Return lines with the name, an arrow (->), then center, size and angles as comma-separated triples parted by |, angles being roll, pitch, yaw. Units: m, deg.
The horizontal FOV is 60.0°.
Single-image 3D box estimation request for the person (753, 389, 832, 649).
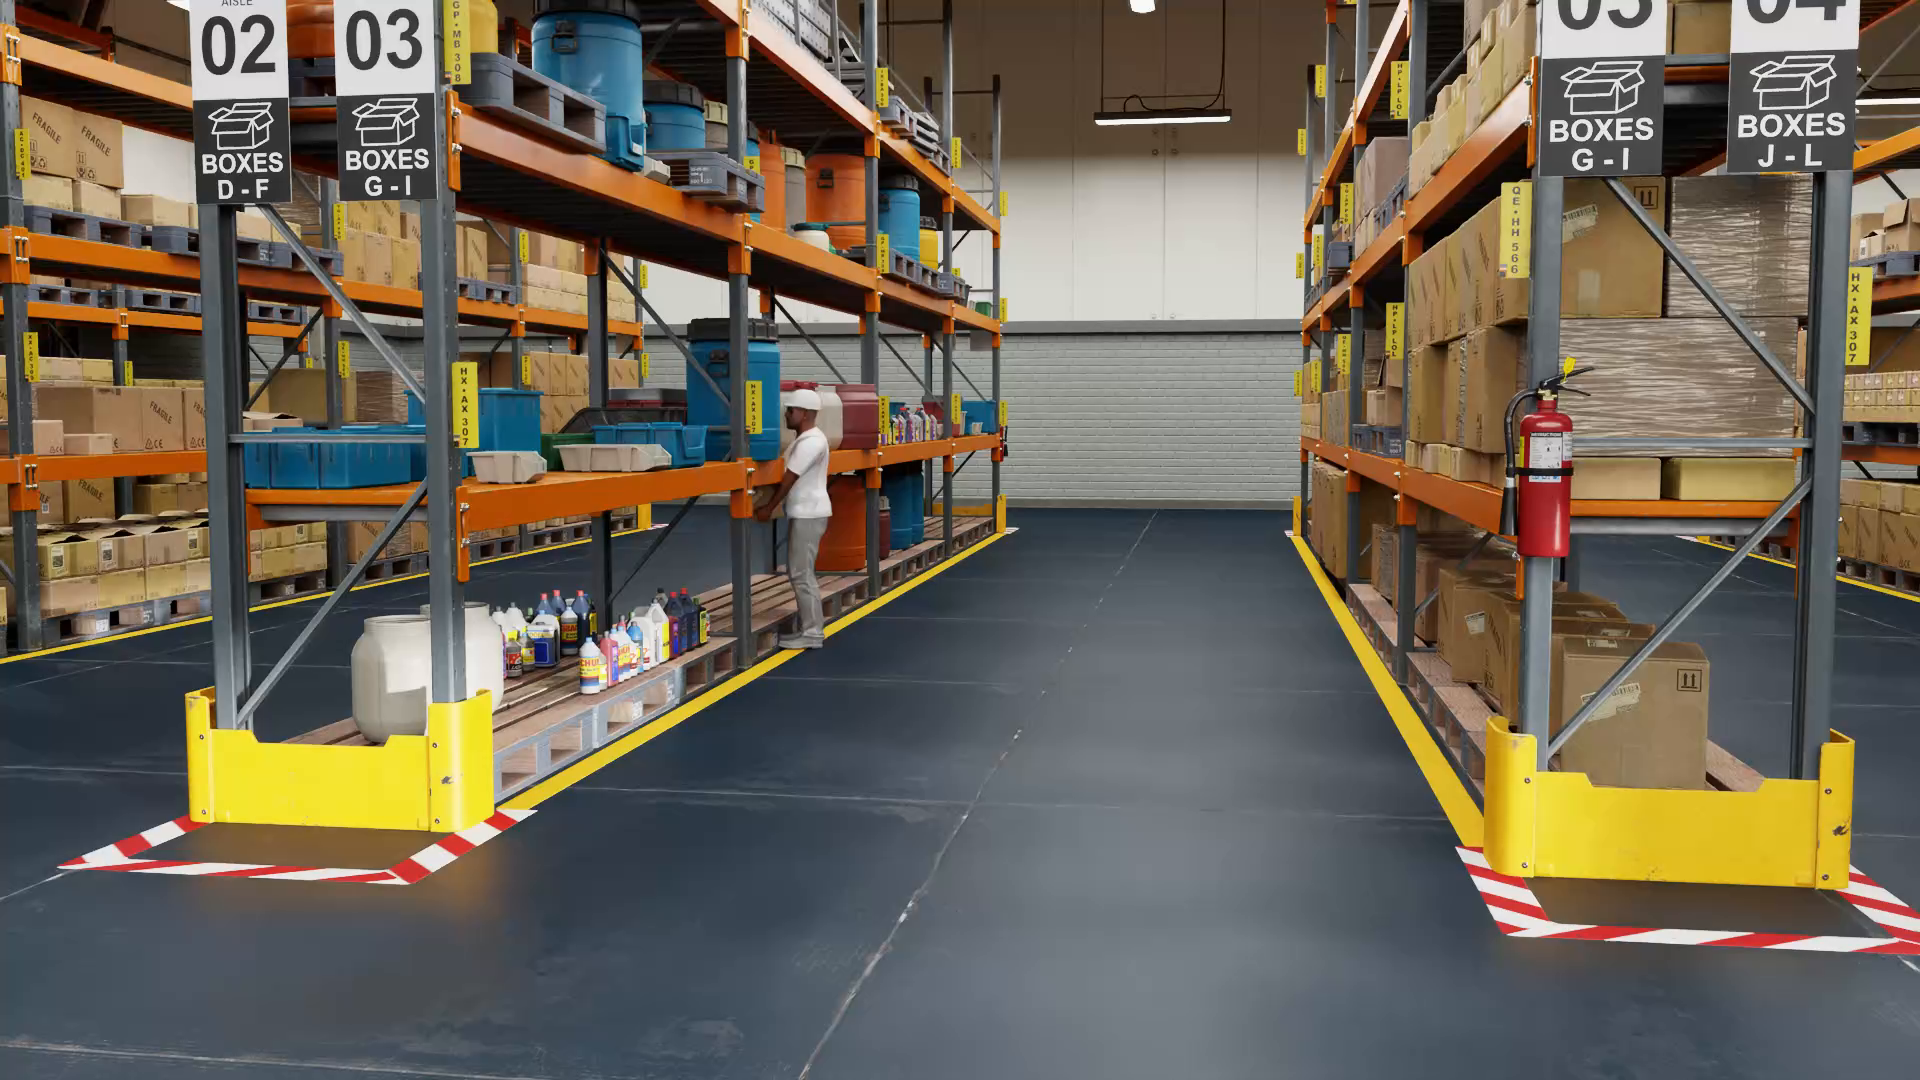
person -> -1.162, -0.145, 11.372 | 0.572, 1.763, 0.505 | -1, 4, -8
